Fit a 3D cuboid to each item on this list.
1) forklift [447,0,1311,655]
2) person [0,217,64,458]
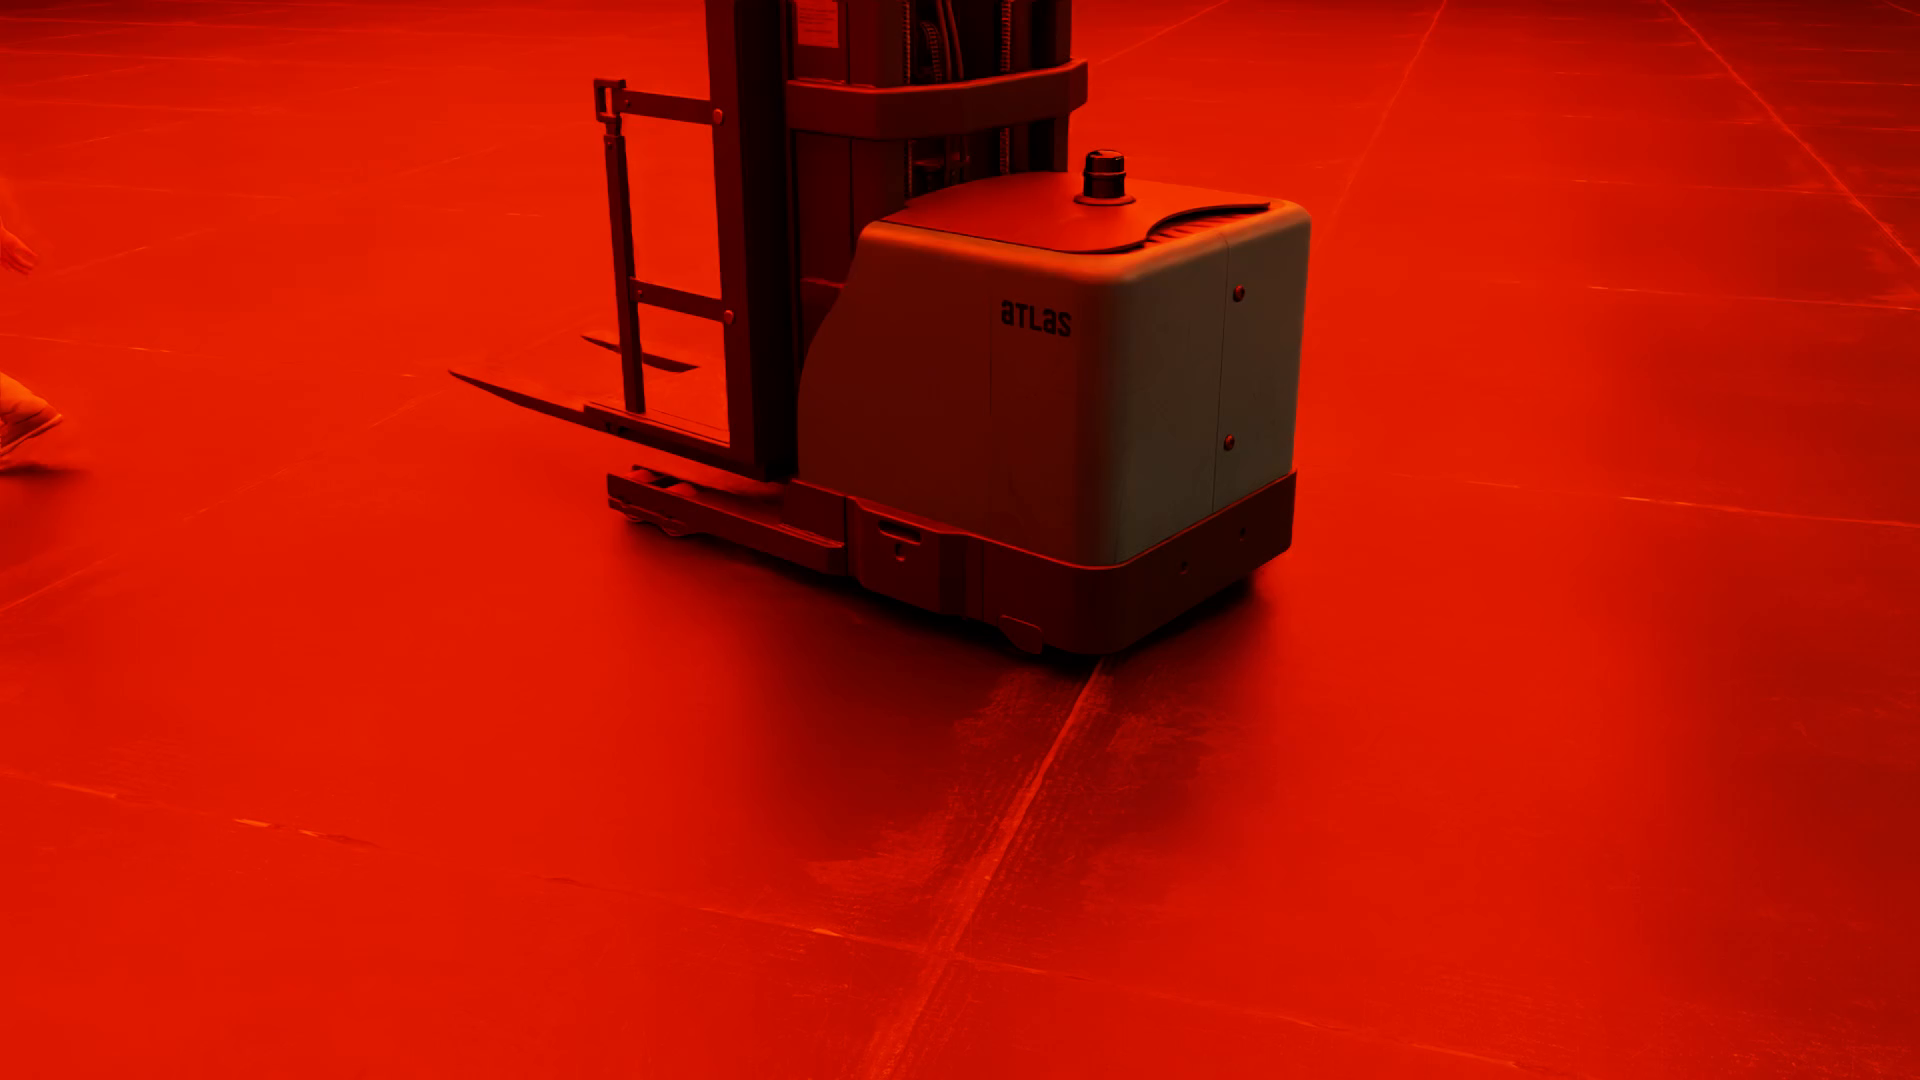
[{"bbox_3d":[-0.483,-1.500,4.913,3.031,2.935,1.130,17,28,36],"label":"forklift"},{"bbox_3d":[-3.432,-0.960,5.309,0.883,1.667,0.583,-10,24,-22],"label":"person"}]
